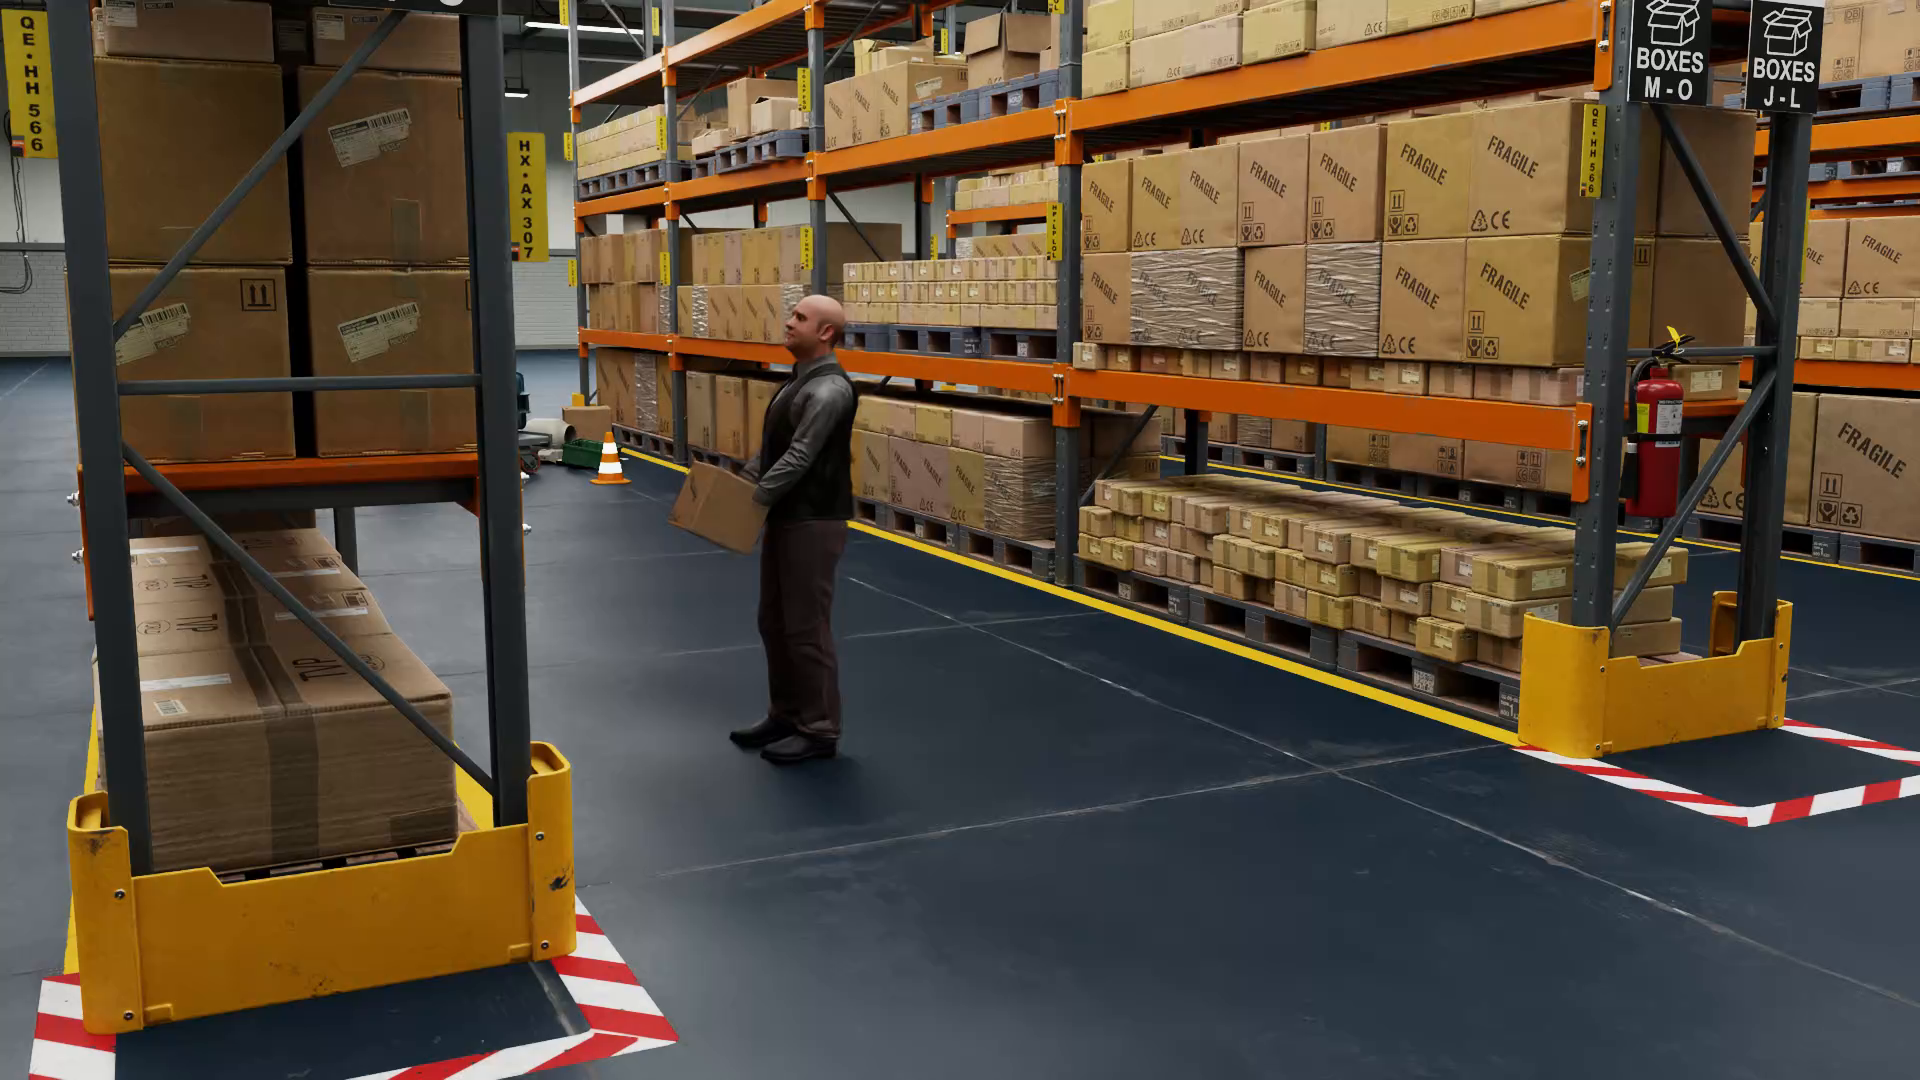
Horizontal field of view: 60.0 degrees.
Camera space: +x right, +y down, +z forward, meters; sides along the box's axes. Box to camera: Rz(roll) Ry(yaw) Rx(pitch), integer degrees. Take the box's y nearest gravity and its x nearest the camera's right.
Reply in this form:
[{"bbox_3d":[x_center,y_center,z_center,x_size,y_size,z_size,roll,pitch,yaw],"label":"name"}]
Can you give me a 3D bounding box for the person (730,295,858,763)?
[{"bbox_3d":[-0.656,-0.045,6.214,0.539,1.724,0.502,-2,9,-16],"label":"person"}]
